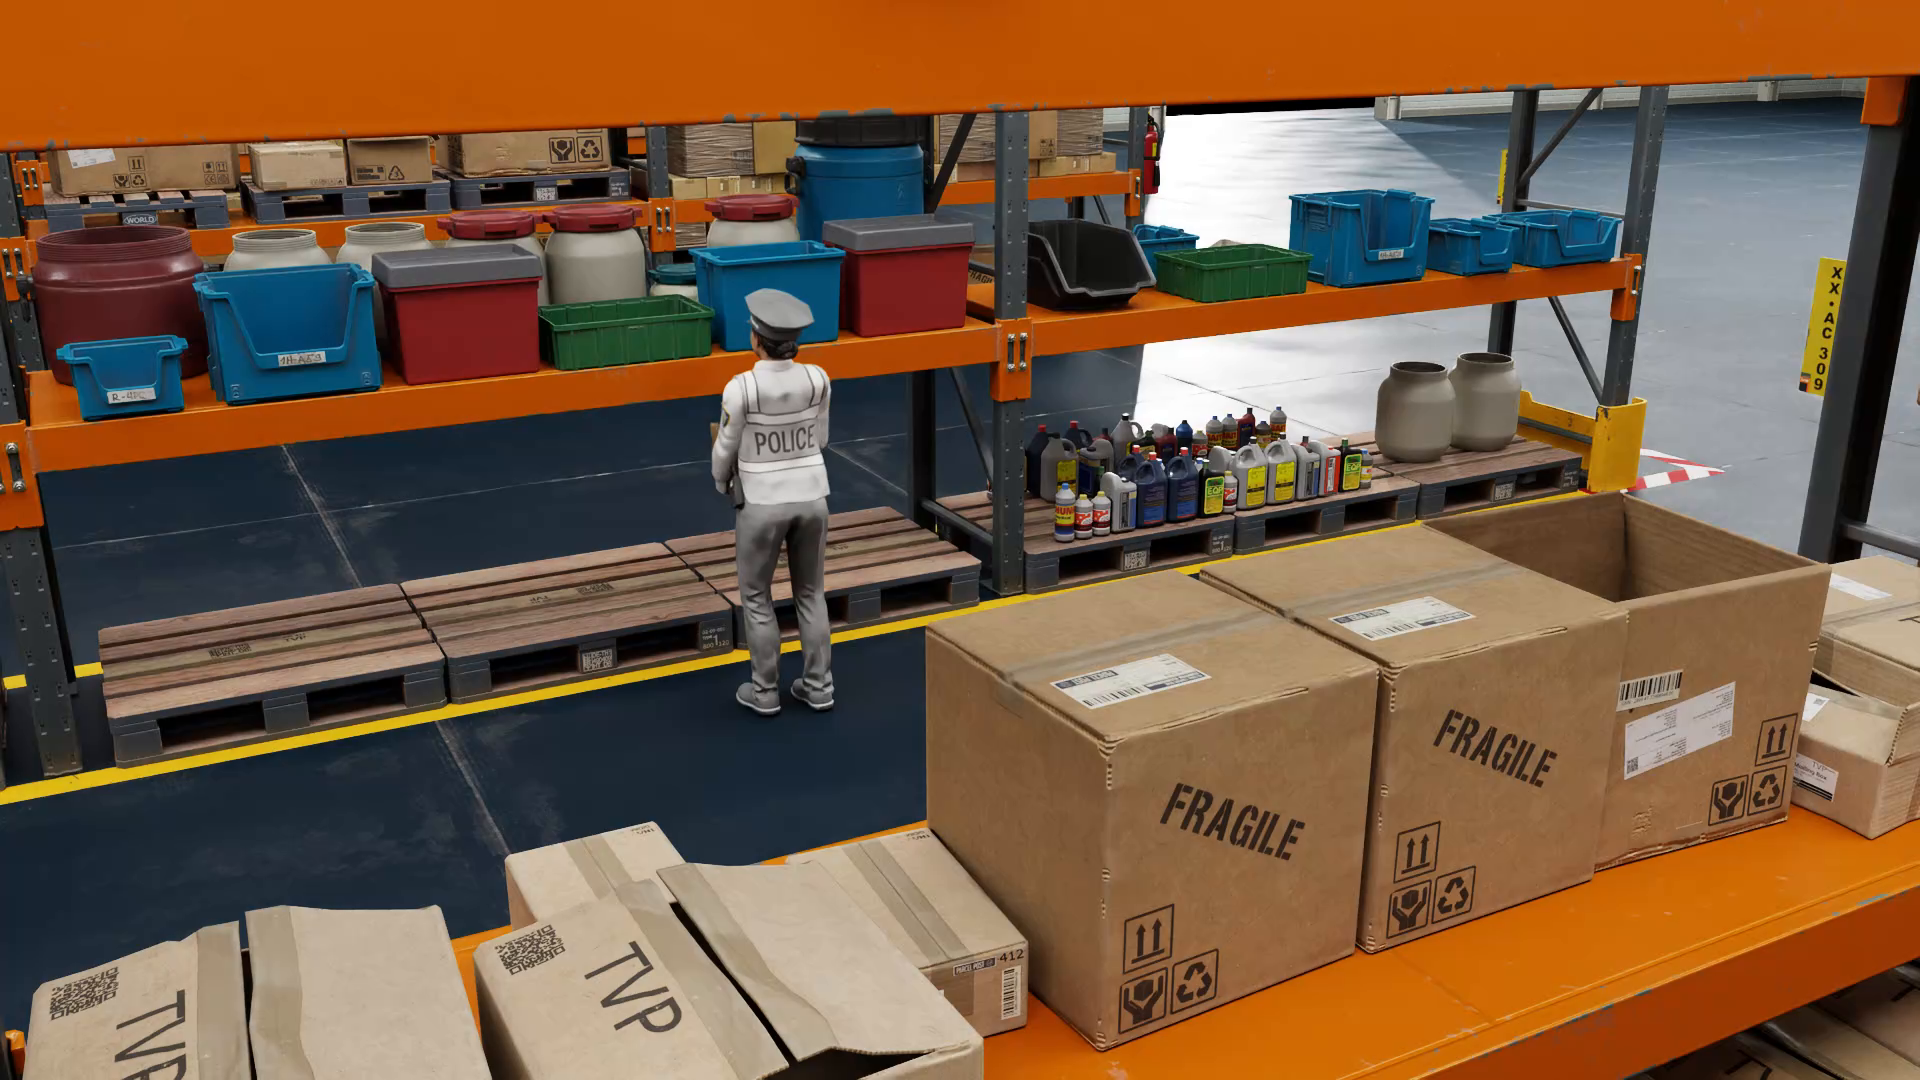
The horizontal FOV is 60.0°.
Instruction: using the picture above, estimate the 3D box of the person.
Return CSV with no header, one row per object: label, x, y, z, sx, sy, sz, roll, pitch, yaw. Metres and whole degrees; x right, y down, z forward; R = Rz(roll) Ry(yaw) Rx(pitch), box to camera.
person,-0.728,-0.145,6.460,0.453,1.691,0.523,-10,21,-27
